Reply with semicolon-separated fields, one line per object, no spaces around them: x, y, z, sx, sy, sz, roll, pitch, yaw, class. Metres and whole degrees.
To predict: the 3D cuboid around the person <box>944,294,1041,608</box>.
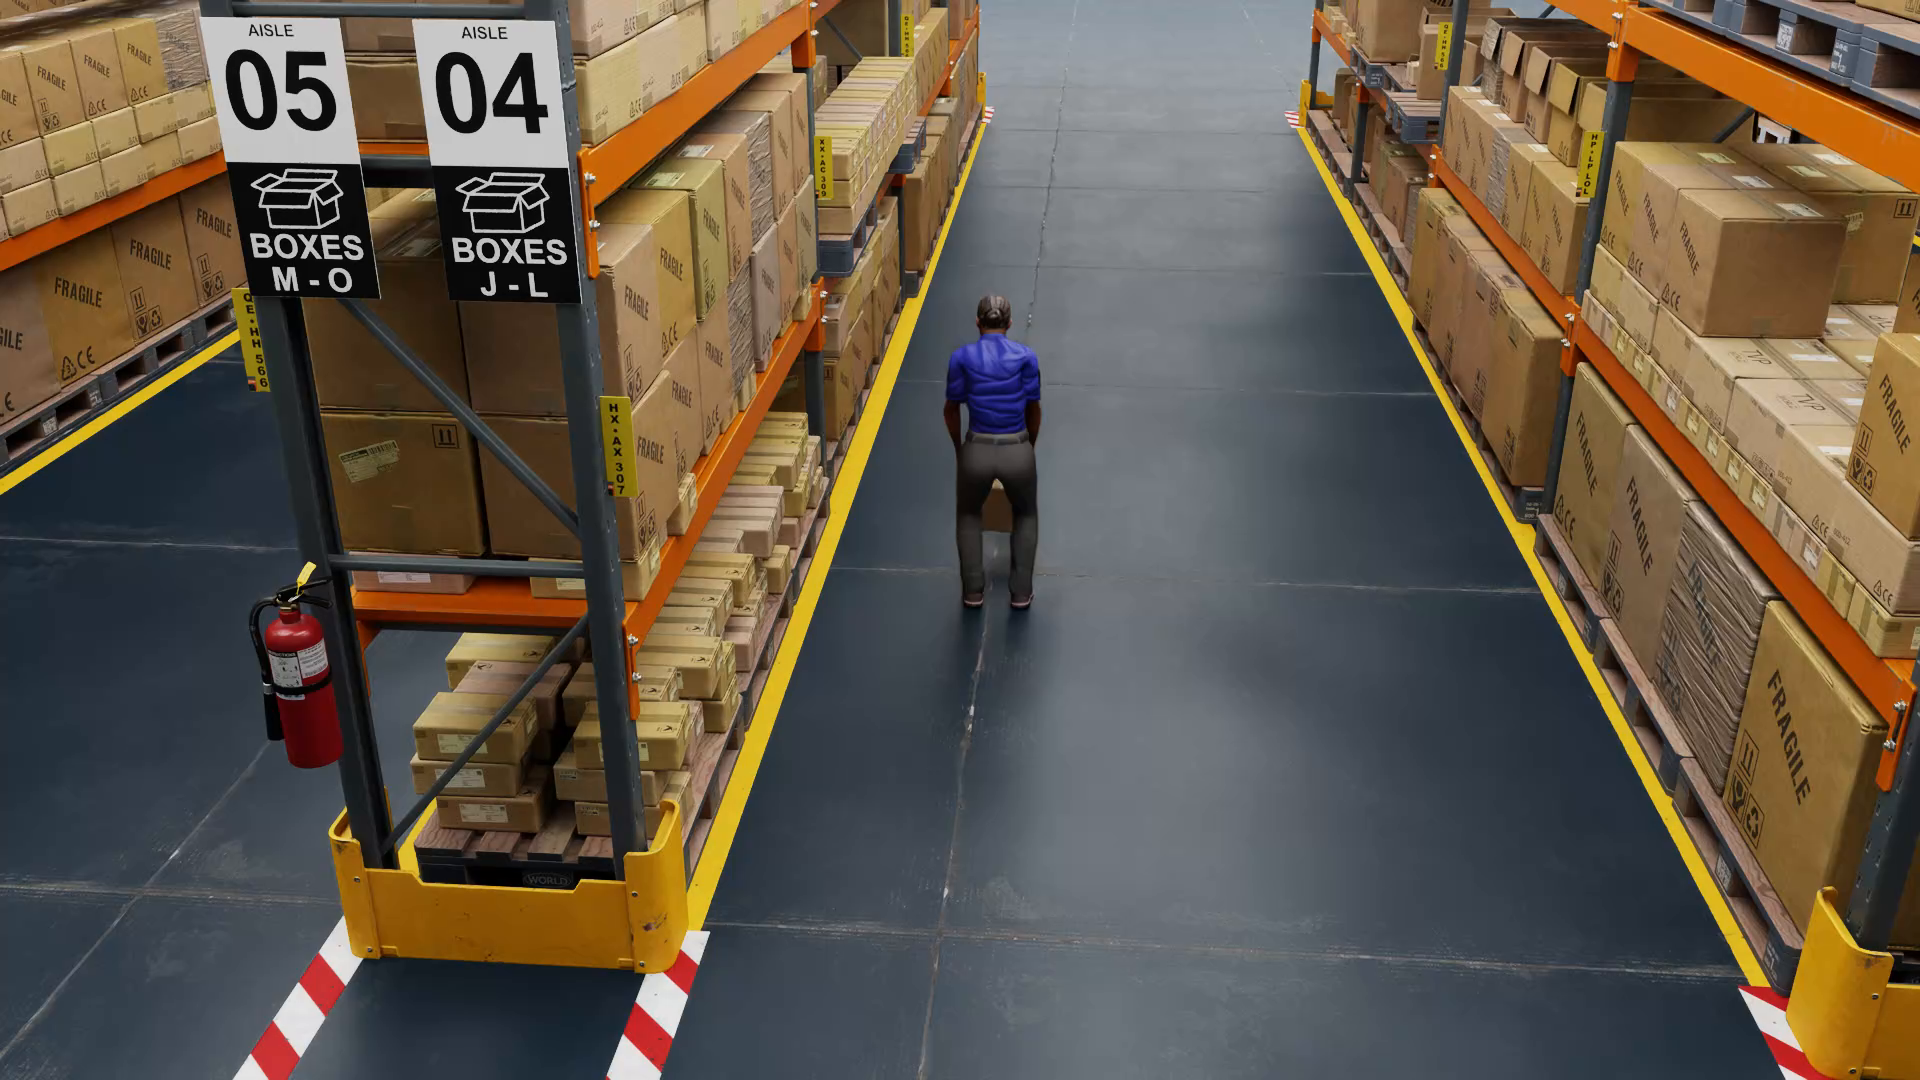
0.160;-0.409;8.153;0.466;1.544;0.471;2;25;5;person
